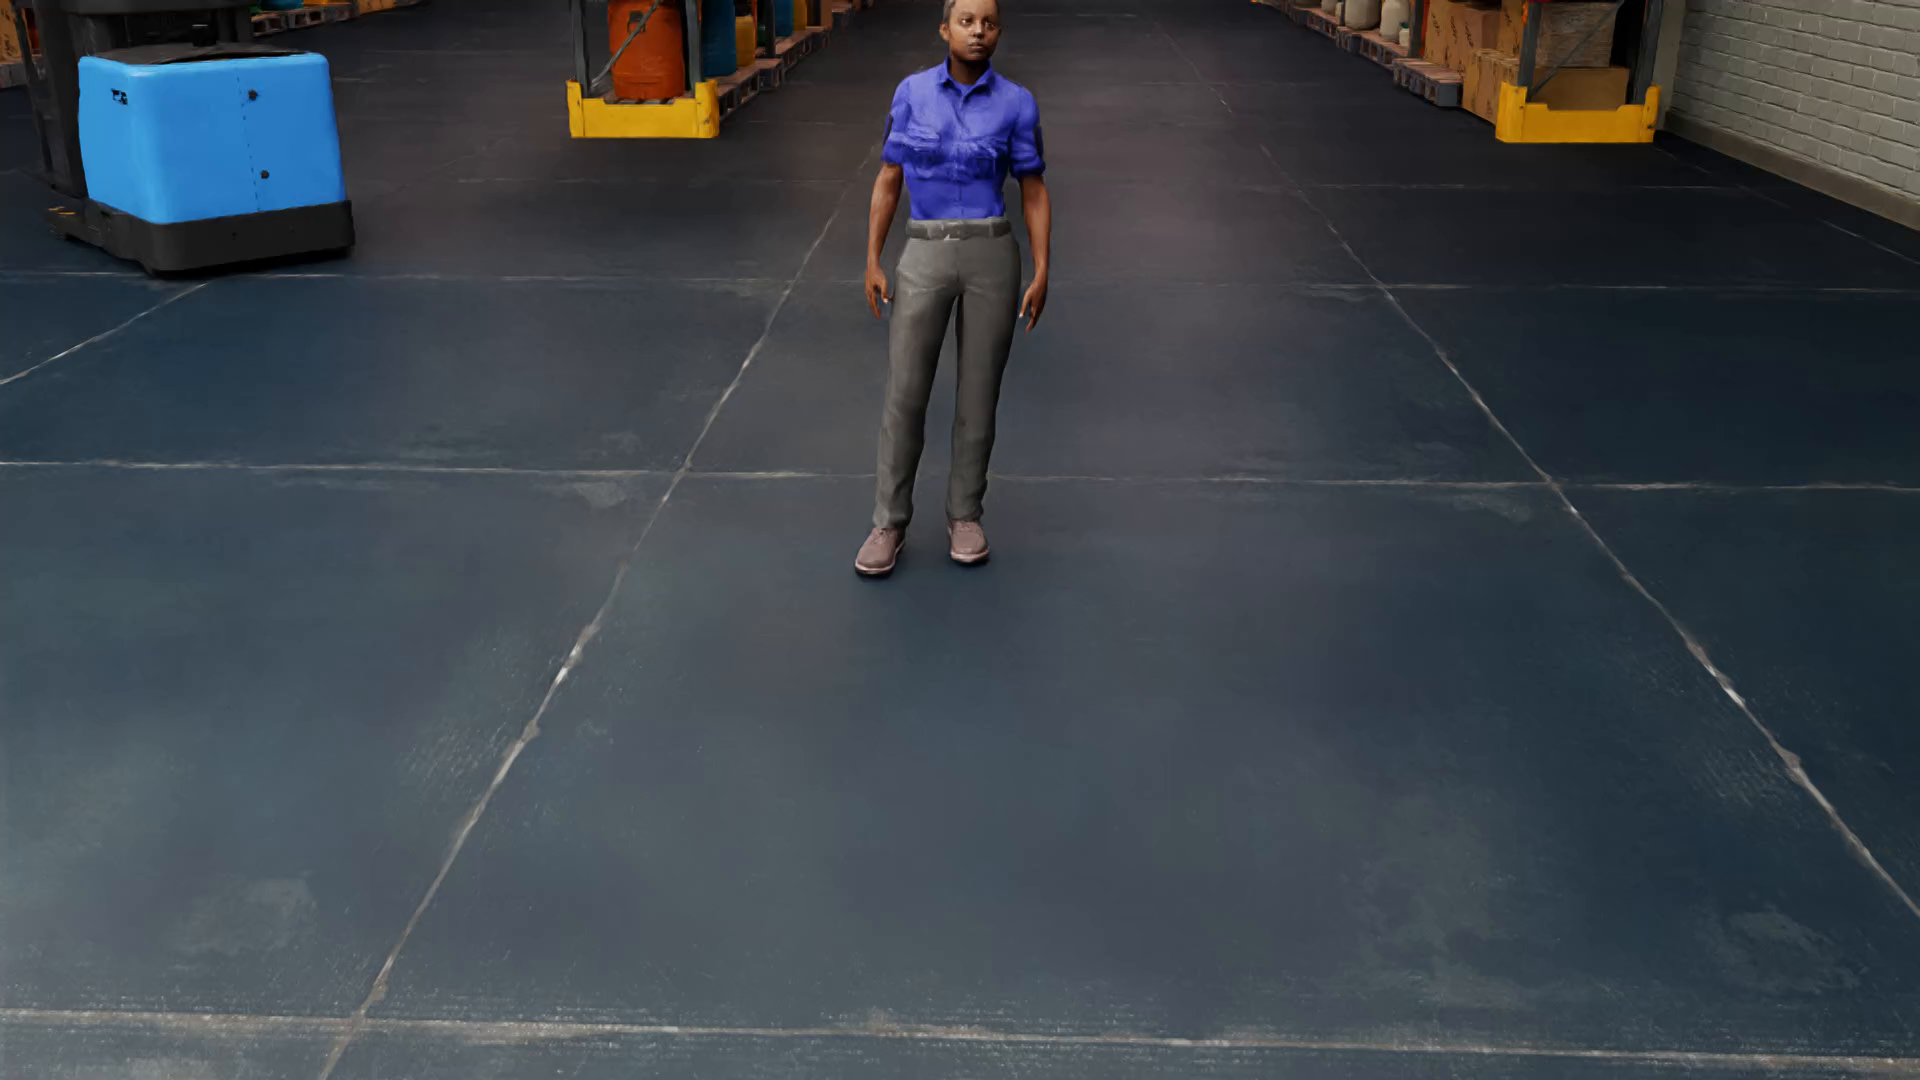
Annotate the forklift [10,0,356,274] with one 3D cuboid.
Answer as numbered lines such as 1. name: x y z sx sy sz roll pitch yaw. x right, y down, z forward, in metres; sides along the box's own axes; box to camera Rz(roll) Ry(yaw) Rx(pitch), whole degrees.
1. forklift: -4.678 -3.190 9.263 1.130 2.935 3.031 -19 29 -39

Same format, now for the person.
1. person: -0.023 -0.743 4.818 0.570 1.654 0.503 1 22 2
